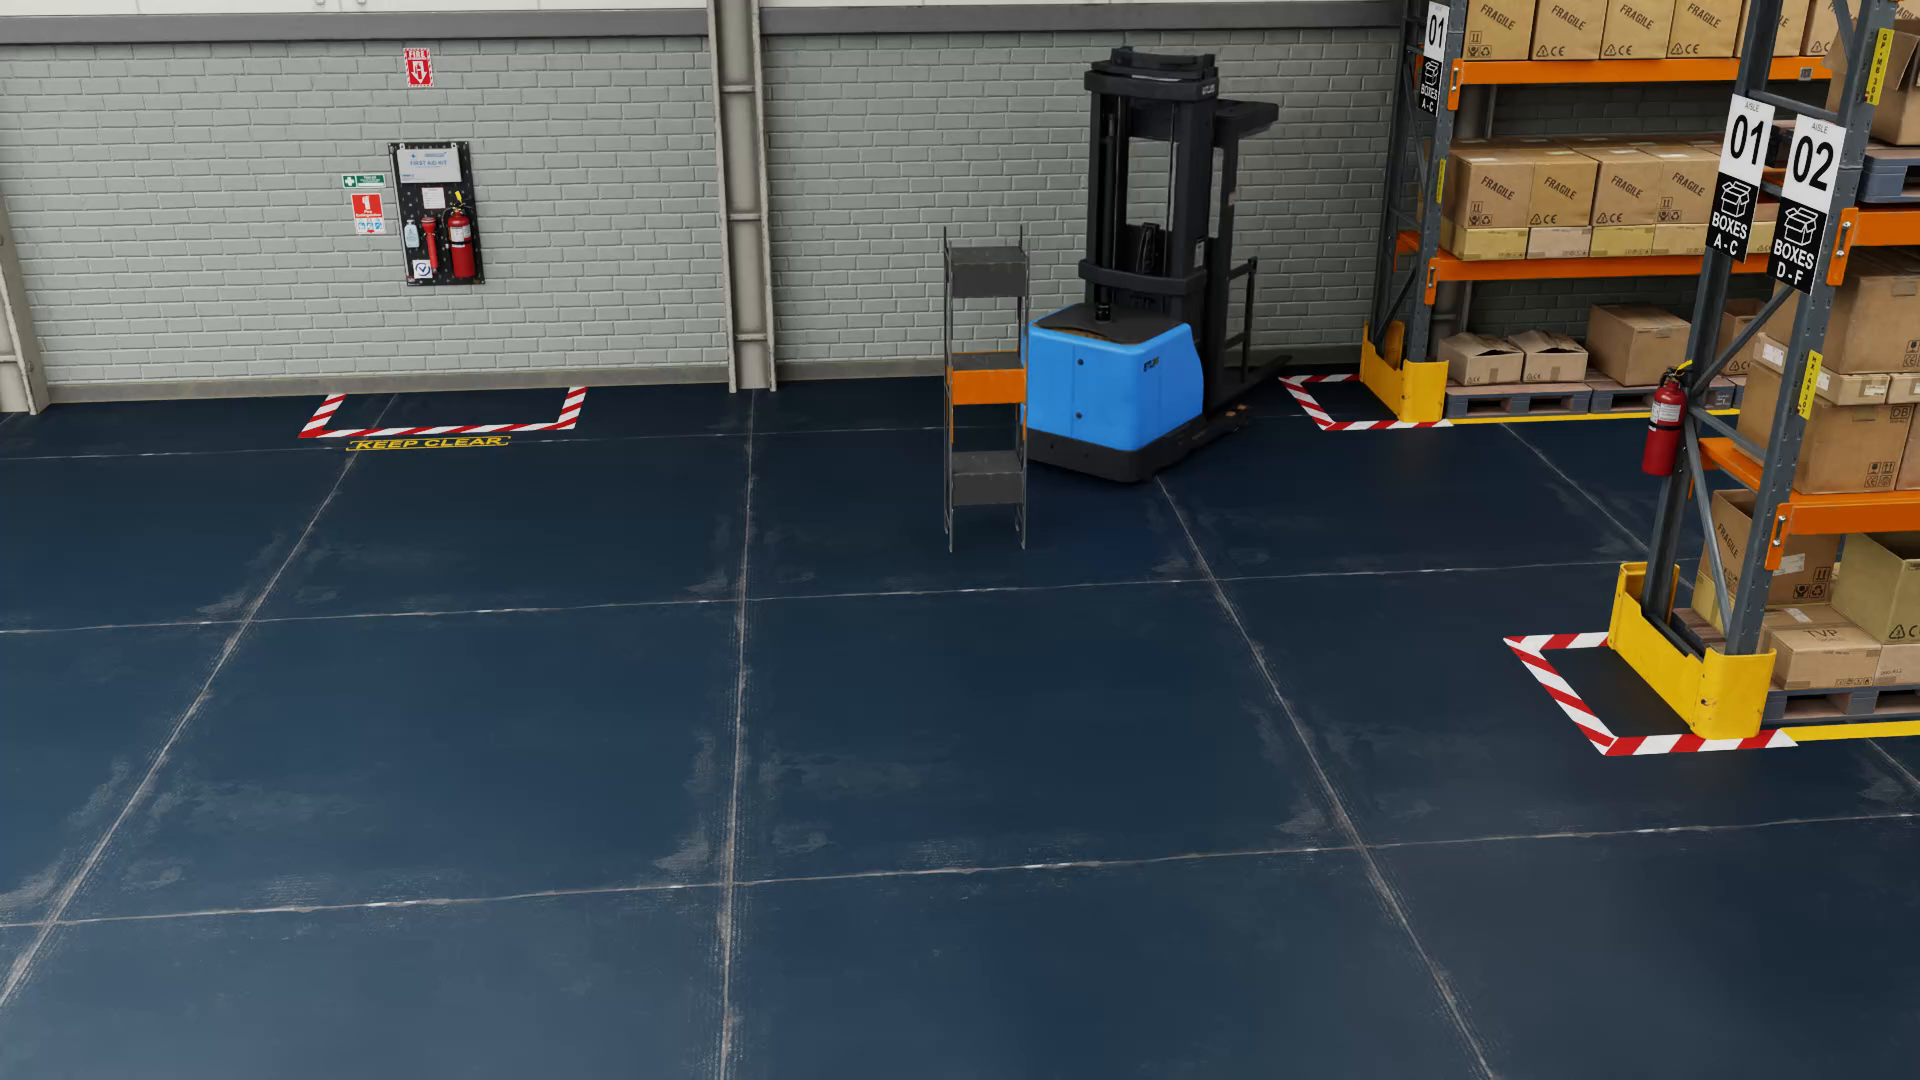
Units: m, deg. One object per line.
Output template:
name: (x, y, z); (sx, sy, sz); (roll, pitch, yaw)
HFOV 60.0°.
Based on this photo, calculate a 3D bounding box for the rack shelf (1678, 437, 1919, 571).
rack shelf: (6.076, -0.299, 9.115); (4.000, 0.370, 1.077); (-2, 24, -5)

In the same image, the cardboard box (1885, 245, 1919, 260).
cardboard box: (5.127, -1.225, 8.593); (0.500, 0.500, 0.700); (-3, 24, -7)

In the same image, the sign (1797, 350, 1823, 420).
sign: (4.134, -0.755, 8.092); (0.005, 0.325, 0.100); (-2, 24, -5)

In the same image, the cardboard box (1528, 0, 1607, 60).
cardboard box: (4.490, -3.895, 12.479); (0.500, 0.500, 0.500); (-1, 24, -2)

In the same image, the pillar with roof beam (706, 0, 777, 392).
pillar with roof beam: (-1.341, -3.689, 8.471); (0.400, 9.000, 9.100); (-2, 24, -5)

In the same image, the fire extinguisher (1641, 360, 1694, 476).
fire extinguisher: (3.922, -0.696, 9.217); (0.183, 0.674, 0.296); (-2, 24, -5)

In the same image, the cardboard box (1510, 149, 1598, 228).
cardboard box: (4.592, -2.747, 12.973); (0.500, 0.500, 0.500); (-2, 24, -5)

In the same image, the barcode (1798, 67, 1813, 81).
barcode: (4.338, -2.391, 8.528); (0.075, 0.075, 0.001); (-2, 24, -5)

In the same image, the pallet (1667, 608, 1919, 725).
pallet: (4.842, 0.679, 9.463); (1.213, 0.211, 1.003); (-2, 24, -5)

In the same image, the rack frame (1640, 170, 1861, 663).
rack frame: (4.086, -0.548, 8.790); (0.127, 3.000, 1.000); (-2, 24, -5)

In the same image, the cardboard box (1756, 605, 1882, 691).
cardboard box: (4.641, 0.585, 9.109); (0.500, 0.250, 0.500); (-2, 24, -5)

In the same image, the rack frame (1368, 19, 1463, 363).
rack frame: (3.595, -2.550, 13.294); (0.127, 3.000, 1.000); (-2, 24, -5)

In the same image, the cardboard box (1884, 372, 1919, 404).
cardboard box: (4.760, -0.830, 8.503); (0.250, 0.149, 0.380); (-3, 24, -7)

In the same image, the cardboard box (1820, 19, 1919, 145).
cardboard box: (4.658, -2.243, 8.093); (0.637, 0.503, 0.797); (-1, 24, -1)

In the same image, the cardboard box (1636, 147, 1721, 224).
cardboard box: (5.620, -2.790, 13.071); (0.500, 0.500, 0.500); (-2, 24, -3)

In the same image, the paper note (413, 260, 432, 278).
paper note: (-4.410, -2.223, 13.643); (0.142, 0.148, 0.016); (-2, 24, -5)

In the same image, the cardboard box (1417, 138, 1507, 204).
cardboard box: (4.043, -2.938, 13.404); (0.500, 0.500, 0.500); (-3, 24, -6)

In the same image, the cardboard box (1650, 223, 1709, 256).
cardboard box: (5.638, -2.445, 13.219); (0.500, 0.250, 0.500); (-2, 24, -5)

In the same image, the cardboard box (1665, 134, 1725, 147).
cardboard box: (6.076, -3.022, 13.592); (0.500, 0.500, 0.500); (-2, 24, -4)

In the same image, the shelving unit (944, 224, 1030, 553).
shelving unit: (0.165, -0.966, 10.838); (0.503, 2.100, 0.431); (-2, 24, -5)

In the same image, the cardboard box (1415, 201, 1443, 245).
cardboard box: (4.041, -2.588, 13.539); (0.500, 0.250, 0.500); (-2, 24, -4)

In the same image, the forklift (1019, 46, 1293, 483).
forklift: (1.695, -2.294, 12.802); (1.130, 2.935, 3.031); (16, 29, 32)

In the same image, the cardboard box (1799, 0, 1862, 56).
cardboard box: (6.593, -4.000, 12.716); (0.500, 0.500, 0.500); (-4, 24, -10)

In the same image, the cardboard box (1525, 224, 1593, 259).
cardboard box: (4.627, -2.408, 13.135); (0.500, 0.250, 0.500); (-3, 24, -7)

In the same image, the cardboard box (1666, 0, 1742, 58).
cardboard box: (5.538, -3.947, 12.597); (0.500, 0.500, 0.500); (-1, 24, -2)

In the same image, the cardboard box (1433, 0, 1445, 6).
cardboard box: (3.985, -4.095, 12.928); (0.500, 0.500, 0.500); (-1, 24, -1)

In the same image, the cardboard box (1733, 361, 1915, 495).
cardboard box: (4.551, -0.607, 8.800); (0.500, 0.500, 0.700); (-2, 24, -5)

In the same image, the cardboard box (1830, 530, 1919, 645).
cardboard box: (5.139, 0.222, 9.003); (0.500, 0.500, 0.500); (-2, 24, -5)

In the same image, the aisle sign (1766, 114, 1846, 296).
aisle sign: (4.050, -1.609, 7.977); (0.004, 0.787, 0.394); (-2, 24, -5)

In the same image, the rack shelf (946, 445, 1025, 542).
rack shelf: (0.165, -0.314, 11.128); (0.480, 0.518, 0.431); (-2, 24, -5)

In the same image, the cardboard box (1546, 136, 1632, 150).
cardboard box: (5.059, -2.976, 13.490); (0.500, 0.500, 0.500); (-3, 24, -7)

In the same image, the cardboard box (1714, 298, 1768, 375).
cardboard box: (6.547, -1.711, 13.942); (0.500, 0.500, 0.500); (-4, 24, -9)

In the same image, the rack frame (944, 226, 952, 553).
rack frame: (-0.078, -0.956, 10.816); (0.015, 2.100, 0.400); (-2, 24, -5)

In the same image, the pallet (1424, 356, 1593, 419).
pallet: (4.483, -1.297, 13.908); (1.213, 0.211, 1.003); (-2, 24, -5)

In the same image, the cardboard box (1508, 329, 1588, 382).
cardboard box: (4.860, -1.536, 13.782); (0.500, 0.311, 0.500); (0, 24, -1)

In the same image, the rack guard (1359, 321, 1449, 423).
rack guard: (3.671, -1.411, 13.809); (0.348, 0.500, 1.175); (-2, 24, -5)

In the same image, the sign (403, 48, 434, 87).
sign: (-4.245, -3.704, 13.036); (0.199, 0.298, 0.001); (-2, 24, -5)

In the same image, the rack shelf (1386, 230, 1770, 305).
rack shelf: (5.585, -2.301, 13.620); (4.000, 0.370, 1.077); (-2, 24, -5)

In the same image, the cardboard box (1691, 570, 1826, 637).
cardboard box: (4.590, 0.376, 9.580); (0.500, 0.250, 0.500); (-2, 24, -5)

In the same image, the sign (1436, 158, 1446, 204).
sign: (3.648, -2.726, 12.625); (0.005, 0.325, 0.100); (-2, 24, -5)
